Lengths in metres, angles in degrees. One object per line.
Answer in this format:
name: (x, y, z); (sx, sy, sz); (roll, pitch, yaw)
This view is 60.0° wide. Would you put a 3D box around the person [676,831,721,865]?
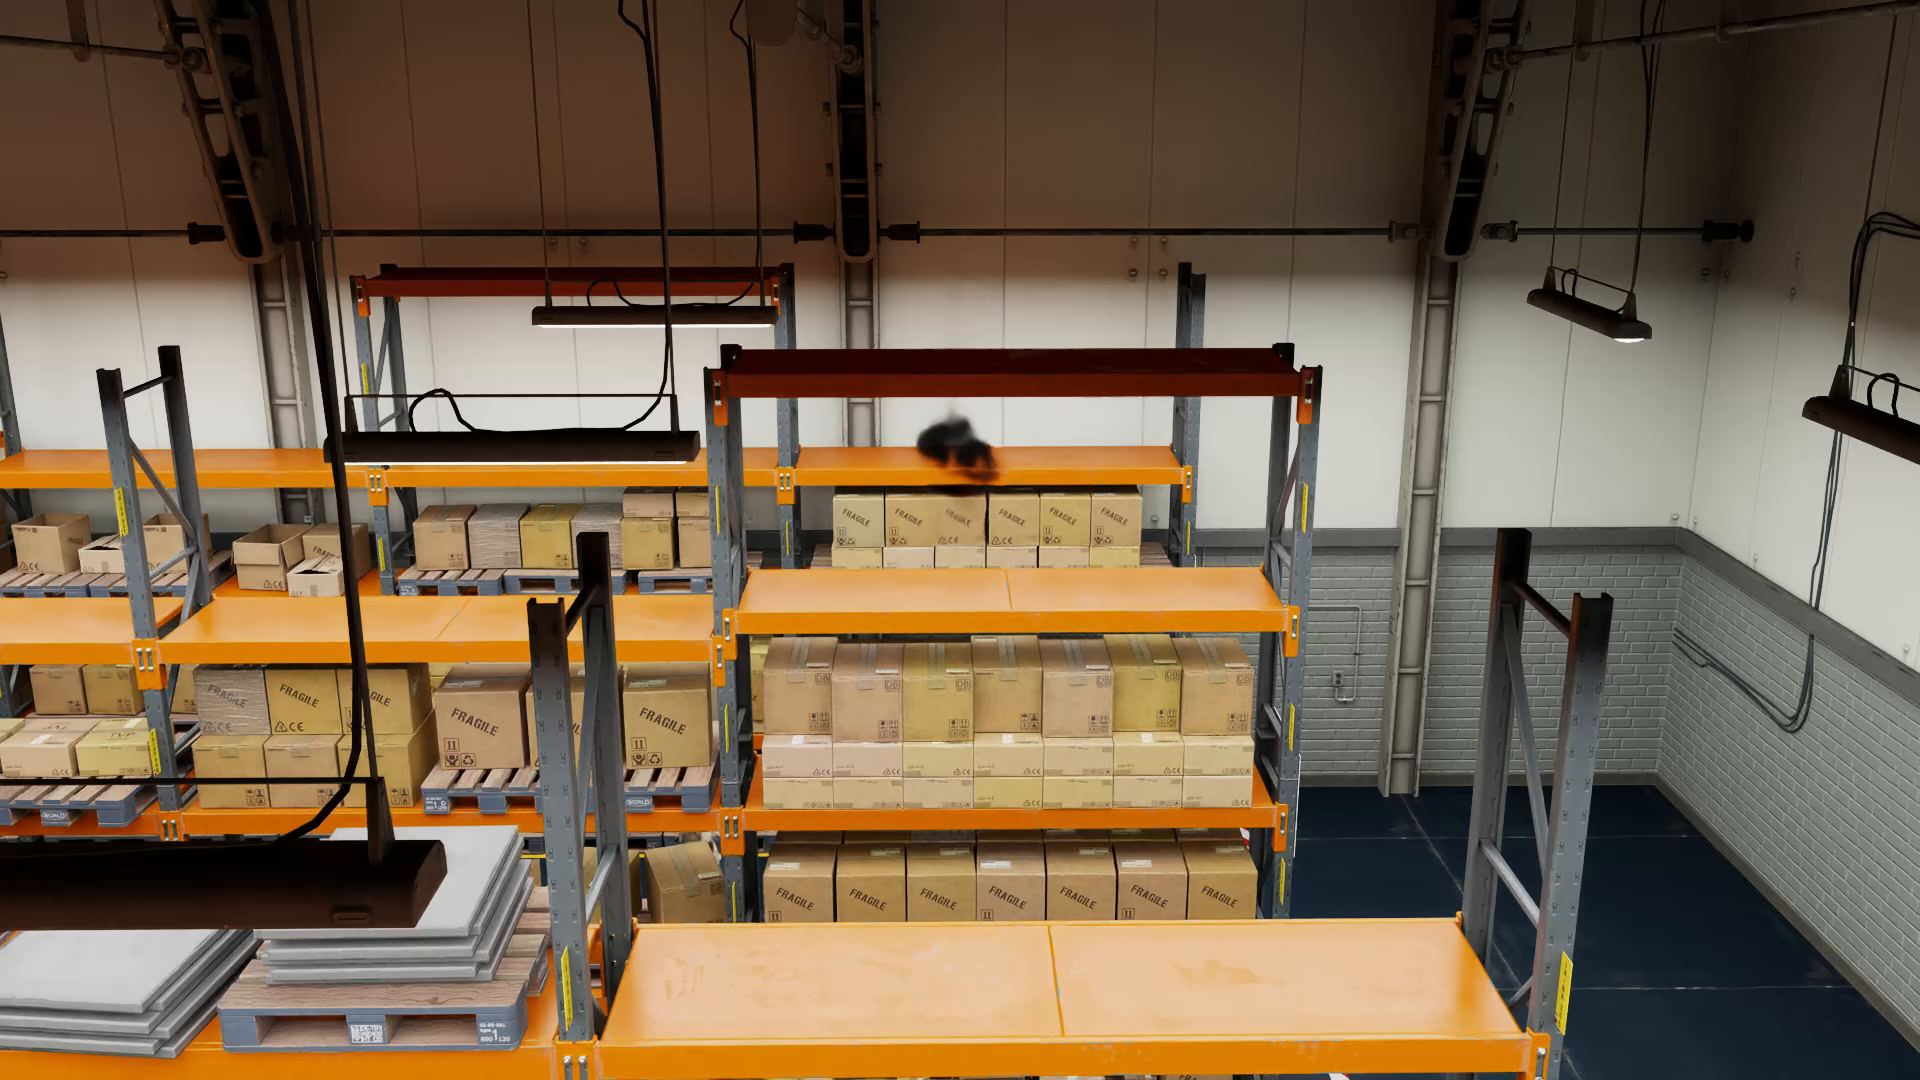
person: (-2.276, 2.887, 14.691); (0.719, 1.682, 0.600); (0, 16, -1)
